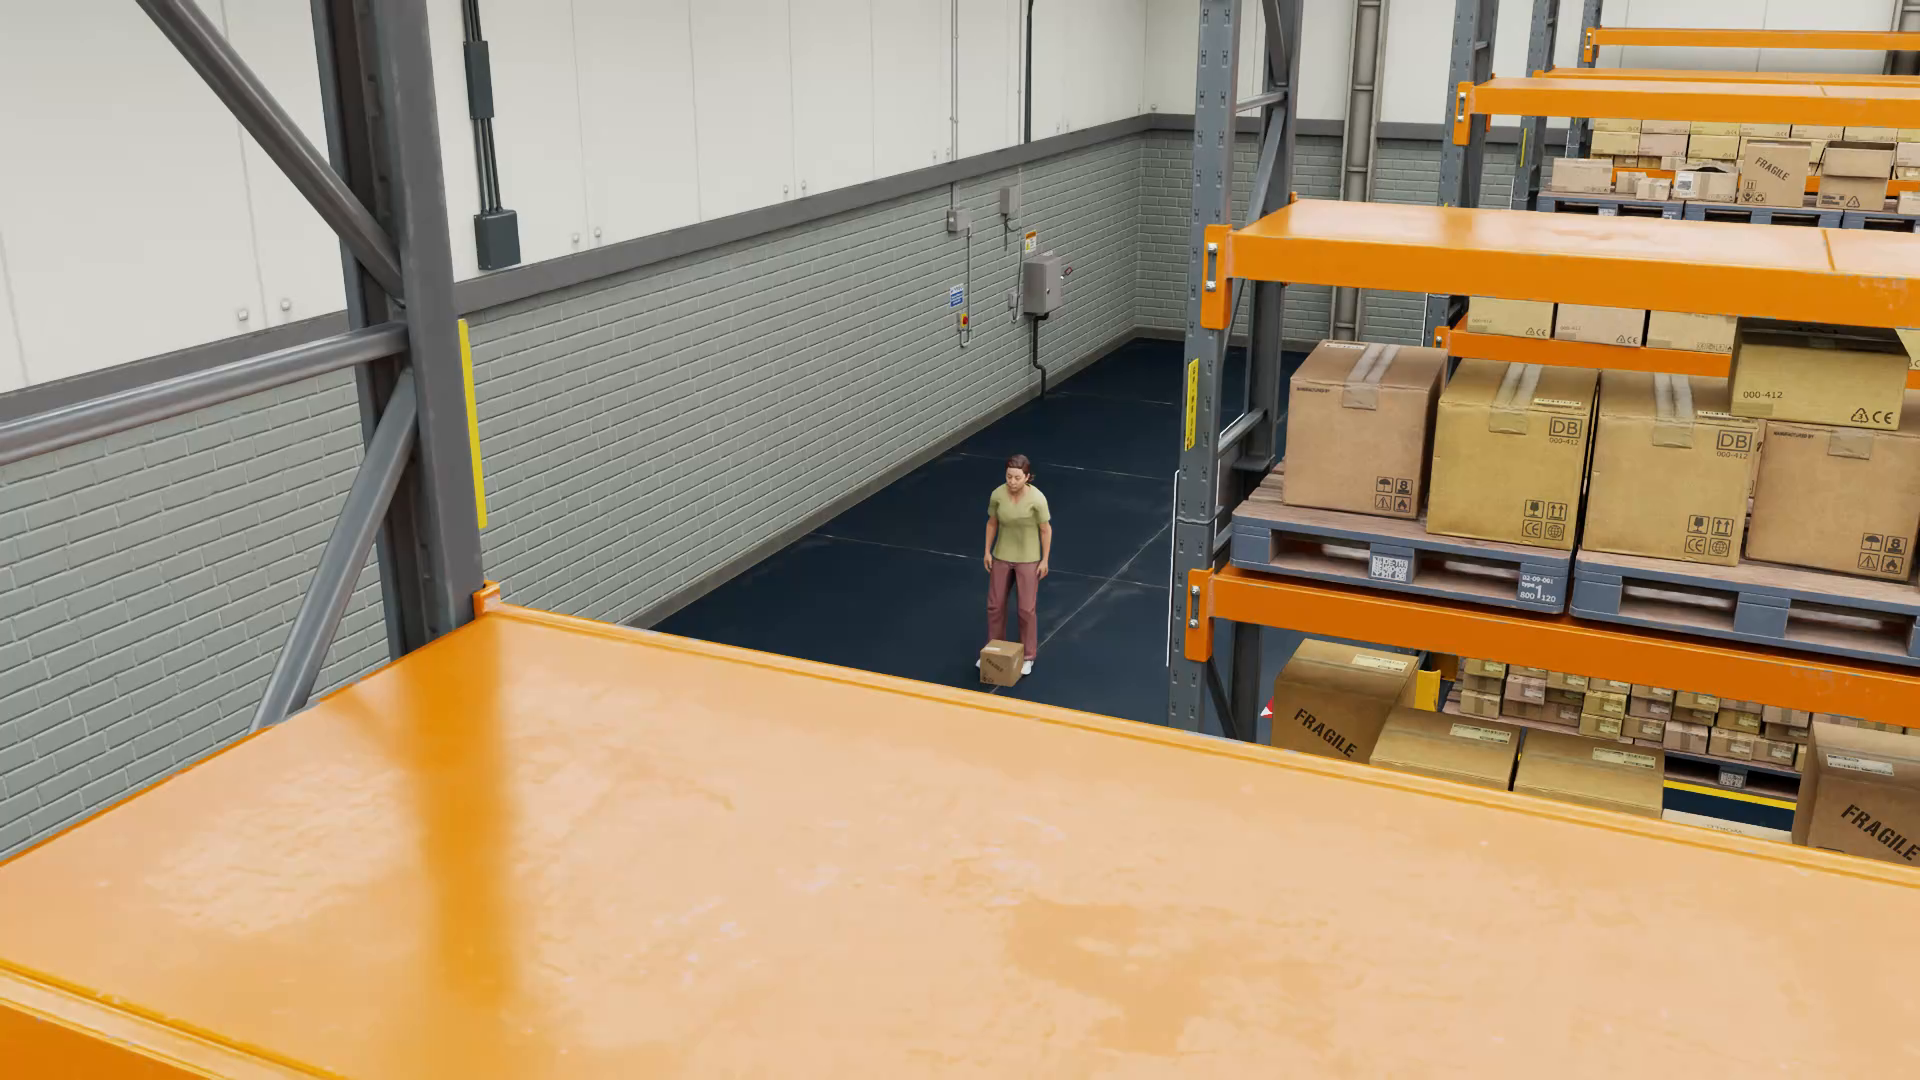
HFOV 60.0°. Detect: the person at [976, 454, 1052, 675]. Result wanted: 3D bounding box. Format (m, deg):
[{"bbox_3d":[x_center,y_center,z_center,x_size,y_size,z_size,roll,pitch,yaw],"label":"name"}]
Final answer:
[{"bbox_3d":[0.405,0.161,12.252,0.515,1.671,0.361,7,20,20],"label":"person"}]
